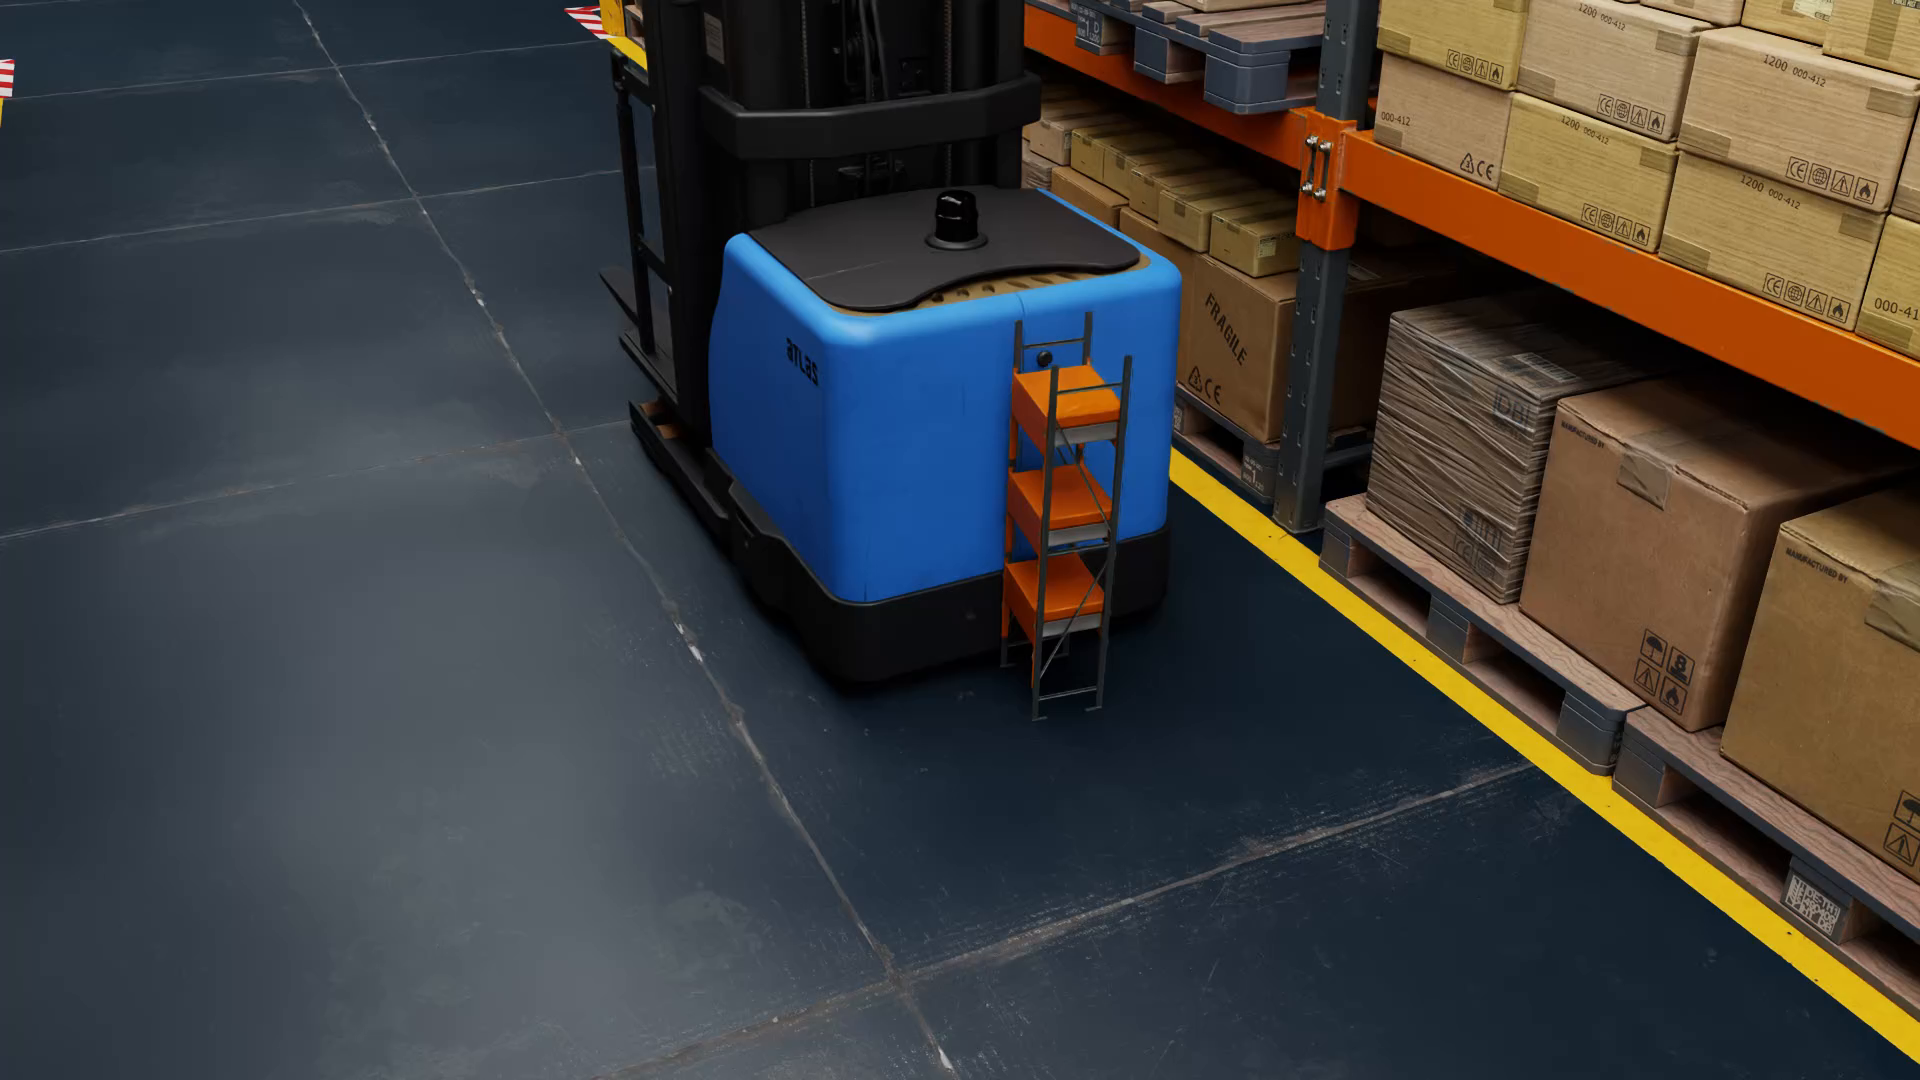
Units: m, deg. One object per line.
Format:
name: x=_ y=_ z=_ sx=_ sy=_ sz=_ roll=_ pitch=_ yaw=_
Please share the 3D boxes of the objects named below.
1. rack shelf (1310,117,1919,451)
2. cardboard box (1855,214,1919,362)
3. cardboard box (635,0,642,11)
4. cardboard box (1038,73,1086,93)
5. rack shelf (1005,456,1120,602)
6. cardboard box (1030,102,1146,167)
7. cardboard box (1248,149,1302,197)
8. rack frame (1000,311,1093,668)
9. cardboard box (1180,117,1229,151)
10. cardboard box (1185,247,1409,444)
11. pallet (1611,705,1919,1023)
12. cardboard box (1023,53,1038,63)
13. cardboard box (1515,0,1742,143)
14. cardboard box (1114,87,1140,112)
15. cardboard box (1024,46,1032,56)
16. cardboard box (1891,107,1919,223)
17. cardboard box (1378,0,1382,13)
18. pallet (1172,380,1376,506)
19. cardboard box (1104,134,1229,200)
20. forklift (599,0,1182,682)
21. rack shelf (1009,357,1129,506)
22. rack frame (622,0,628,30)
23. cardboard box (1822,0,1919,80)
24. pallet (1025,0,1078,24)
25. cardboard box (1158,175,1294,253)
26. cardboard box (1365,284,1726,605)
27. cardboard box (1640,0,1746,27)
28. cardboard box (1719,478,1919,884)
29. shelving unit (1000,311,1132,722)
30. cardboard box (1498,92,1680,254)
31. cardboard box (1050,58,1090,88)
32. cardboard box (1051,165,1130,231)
rack shelf: x=2.340 y=-0.251 z=3.366 sx=1.077 sy=0.370 sz=4.000 roll=-13 pitch=32 yaw=-22
cardboard box: x=2.111 y=-0.457 z=3.151 sx=0.500 sy=0.250 sz=0.500 roll=-12 pitch=31 yaw=-20
cardboard box: x=-1.776 y=-3.786 z=11.058 sx=0.797 sy=0.503 sz=0.637 roll=-14 pitch=32 yaw=-24
cardboard box: x=0.295 y=-1.813 z=6.879 sx=0.380 sy=0.149 sz=0.250 roll=-12 pitch=31 yaw=-20
rack shelf: x=0.256 y=-0.030 z=4.237 sx=0.215 sy=0.259 sz=0.240 roll=-9 pitch=35 yaw=-16
cardboard box: x=0.497 y=-1.581 z=6.465 sx=0.380 sy=0.149 sz=0.250 roll=-15 pitch=32 yaw=-24
cardboard box: x=1.270 y=-1.336 z=6.029 sx=0.380 sy=0.149 sz=0.250 roll=-13 pitch=32 yaw=-21
rack frame: x=0.218 y=-0.103 z=4.328 sx=0.200 sy=1.050 sz=0.008 roll=-9 pitch=35 yaw=-16
cardboard box: x=1.081 y=-1.581 z=6.465 sx=0.380 sy=0.149 sz=0.250 roll=-14 pitch=32 yaw=-23
cardboard box: x=1.106 y=-0.683 z=5.527 sx=0.500 sy=0.500 sz=0.500 roll=-12 pitch=31 yaw=-21
pallet: x=2.319 y=0.678 z=3.825 sx=1.003 sy=0.211 sz=1.213 roll=-13 pitch=32 yaw=-22
cardboard box: x=0.117 y=-2.041 z=7.287 sx=0.380 sy=0.149 sz=0.250 roll=-14 pitch=32 yaw=-23
cardboard box: x=1.665 y=-1.132 z=3.844 sx=0.500 sy=0.250 sz=0.500 roll=-12 pitch=31 yaw=-20
cardboard box: x=0.858 y=-1.808 z=6.871 sx=0.380 sy=0.149 sz=0.250 roll=-14 pitch=32 yaw=-24
cardboard box: x=0.412 y=-2.268 z=7.691 sx=0.380 sy=0.149 sz=0.250 roll=-13 pitch=32 yaw=-21
cardboard box: x=2.116 y=-0.677 z=3.032 sx=0.500 sy=0.250 sz=0.500 roll=-13 pitch=32 yaw=-21
cardboard box: x=1.402 y=-1.935 z=5.103 sx=0.500 sy=0.500 sz=0.500 roll=-12 pitch=31 yaw=-20
pallet: x=1.195 y=-0.570 z=6.050 sx=1.003 sy=0.211 sz=1.213 roll=-13 pitch=32 yaw=-22
cardboard box: x=0.750 y=-1.355 z=6.062 sx=0.380 sy=0.149 sz=0.250 roll=-12 pitch=31 yaw=-21
forklift: x=-0.500 y=-1.597 z=5.102 sx=1.130 sy=2.935 sz=3.031 roll=-13 pitch=32 yaw=-23
rack shelf: x=0.262 y=-0.268 z=4.082 sx=0.215 sy=0.259 sz=0.240 roll=-9 pitch=35 yaw=-16
rack frame: x=-1.953 y=-4.982 z=11.068 sx=1.000 sy=3.000 sz=0.127 roll=-13 pitch=32 yaw=-22
cardboard box: x=1.916 y=-1.004 z=3.208 sx=0.380 sy=0.149 sz=0.250 roll=-12 pitch=32 yaw=-21
pallet: x=0.642 y=-2.223 z=6.343 sx=1.003 sy=0.211 sz=1.213 roll=-13 pitch=32 yaw=-22
cardboard box: x=0.895 y=-1.103 z=5.613 sx=0.380 sy=0.149 sz=0.250 roll=-15 pitch=33 yaw=-25
cardboard box: x=1.737 y=-0.317 z=4.747 sx=0.875 sy=0.625 sz=0.625 roll=-12 pitch=31 yaw=-20
cardboard box: x=1.725 y=-1.234 z=3.617 sx=0.380 sy=0.149 sz=0.250 roll=-13 pitch=32 yaw=-21
cardboard box: x=2.314 y=0.267 z=3.705 sx=0.875 sy=0.625 sz=0.625 roll=-14 pitch=32 yaw=-24
shelving unit: x=0.256 y=-0.039 z=4.231 sx=0.215 sy=1.050 sz=0.252 roll=-9 pitch=35 yaw=-16
cardboard box: x=1.663 y=-0.912 z=3.963 sx=0.500 sy=0.250 sz=0.500 roll=-14 pitch=32 yaw=-23
cardboard box: x=0.616 y=-2.028 z=7.262 sx=0.380 sy=0.149 sz=0.250 roll=-12 pitch=32 yaw=-21
cardboard box: x=0.673 y=-1.137 z=6.337 sx=0.500 sy=0.500 sz=0.500 roll=-12 pitch=31 yaw=-20
